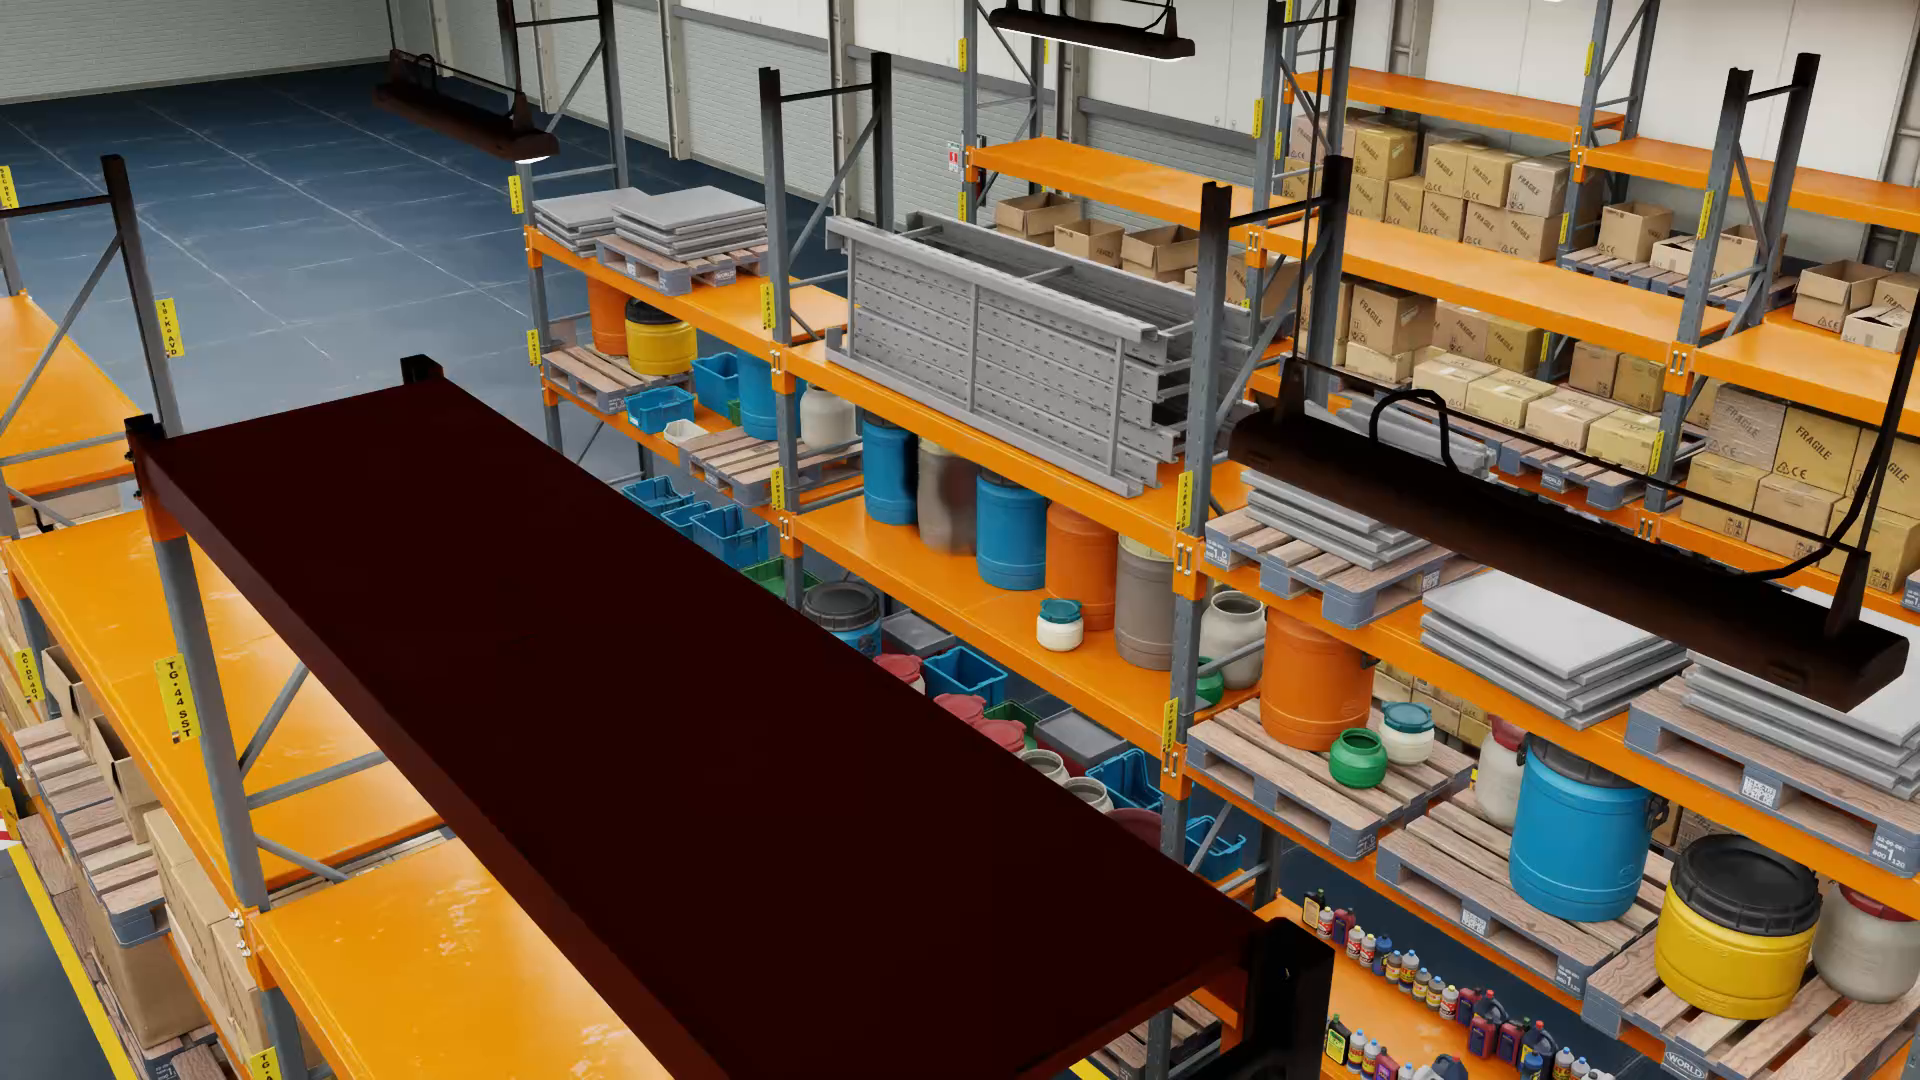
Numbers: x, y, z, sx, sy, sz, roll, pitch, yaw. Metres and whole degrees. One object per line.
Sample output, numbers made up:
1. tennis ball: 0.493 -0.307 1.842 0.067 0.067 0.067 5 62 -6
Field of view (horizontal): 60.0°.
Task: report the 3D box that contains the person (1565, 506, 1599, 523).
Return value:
1. person: 5.851 0.229 15.933 0.377 1.649 0.550 4 26 9
